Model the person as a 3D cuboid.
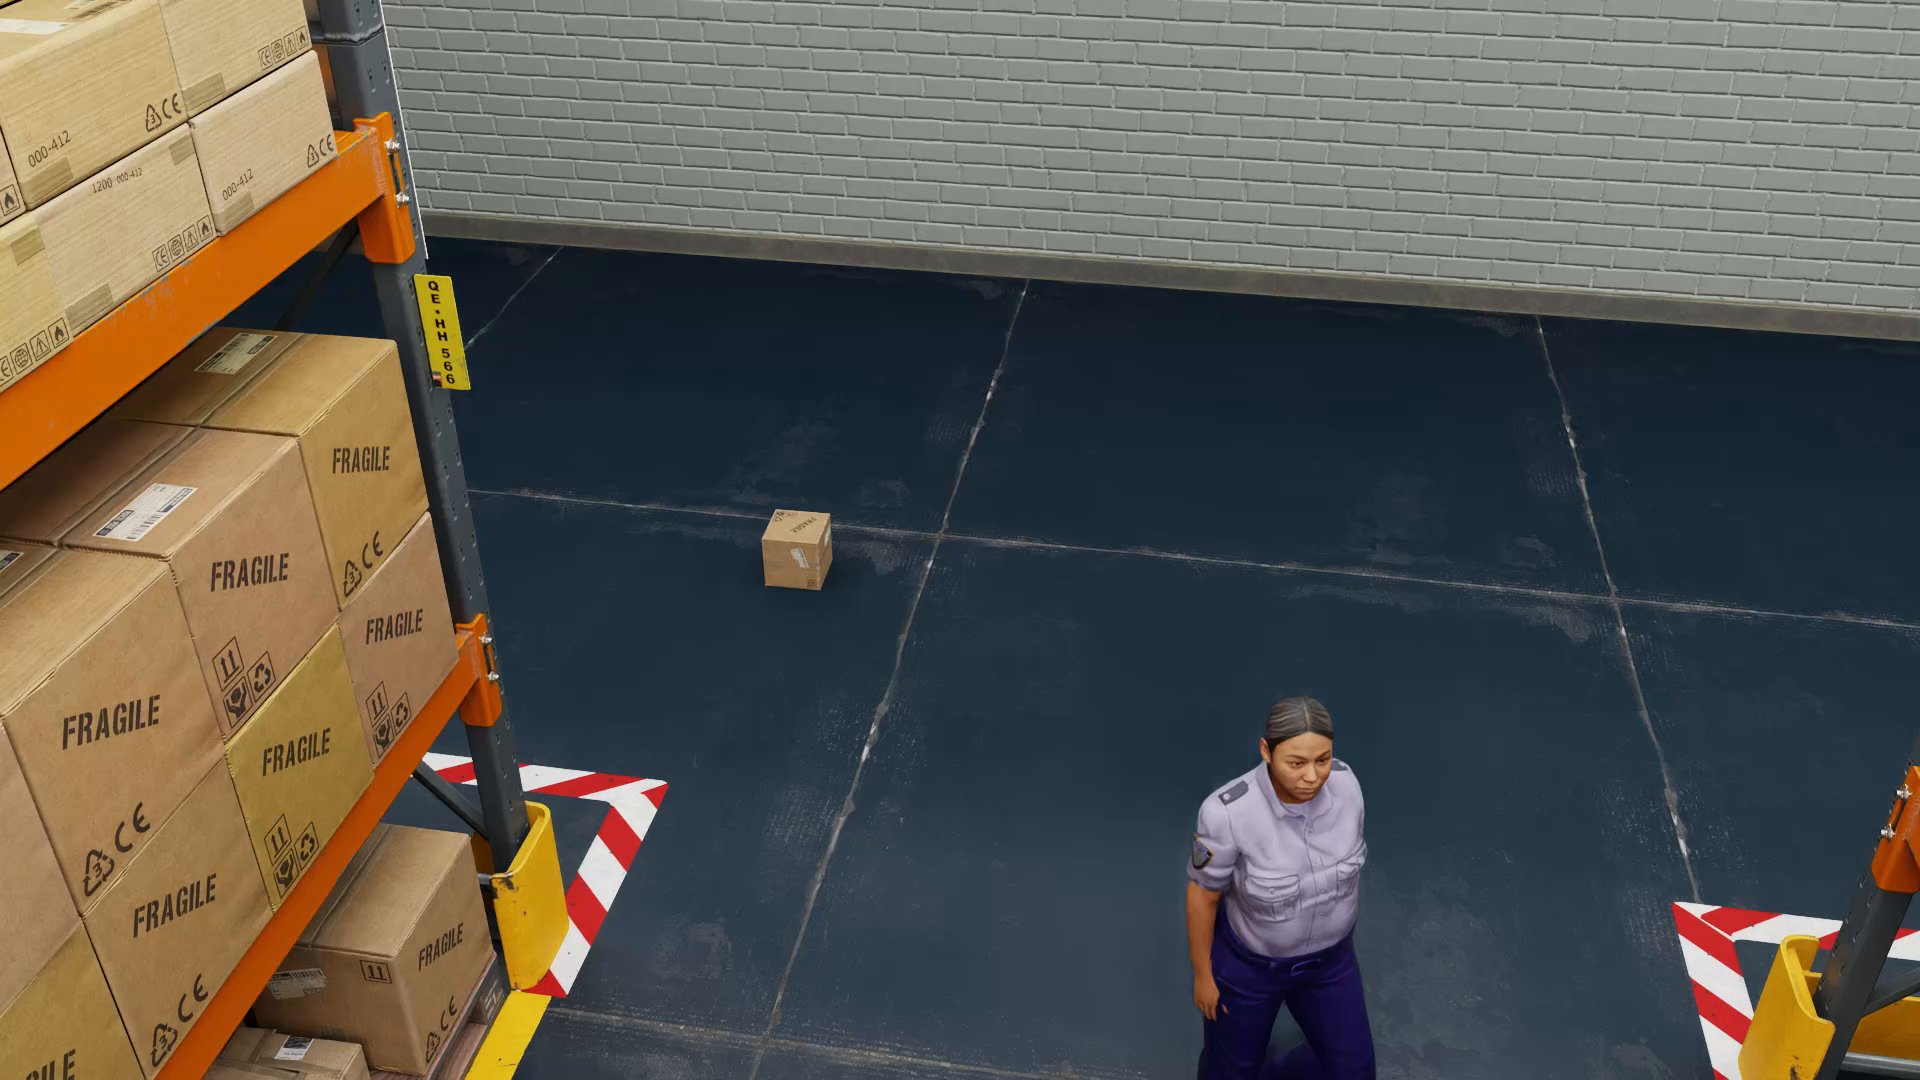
[{"bbox_3d":[0.844,1.127,4.357,0.510,1.667,0.433,-10,34,-15],"label":"person"}]
